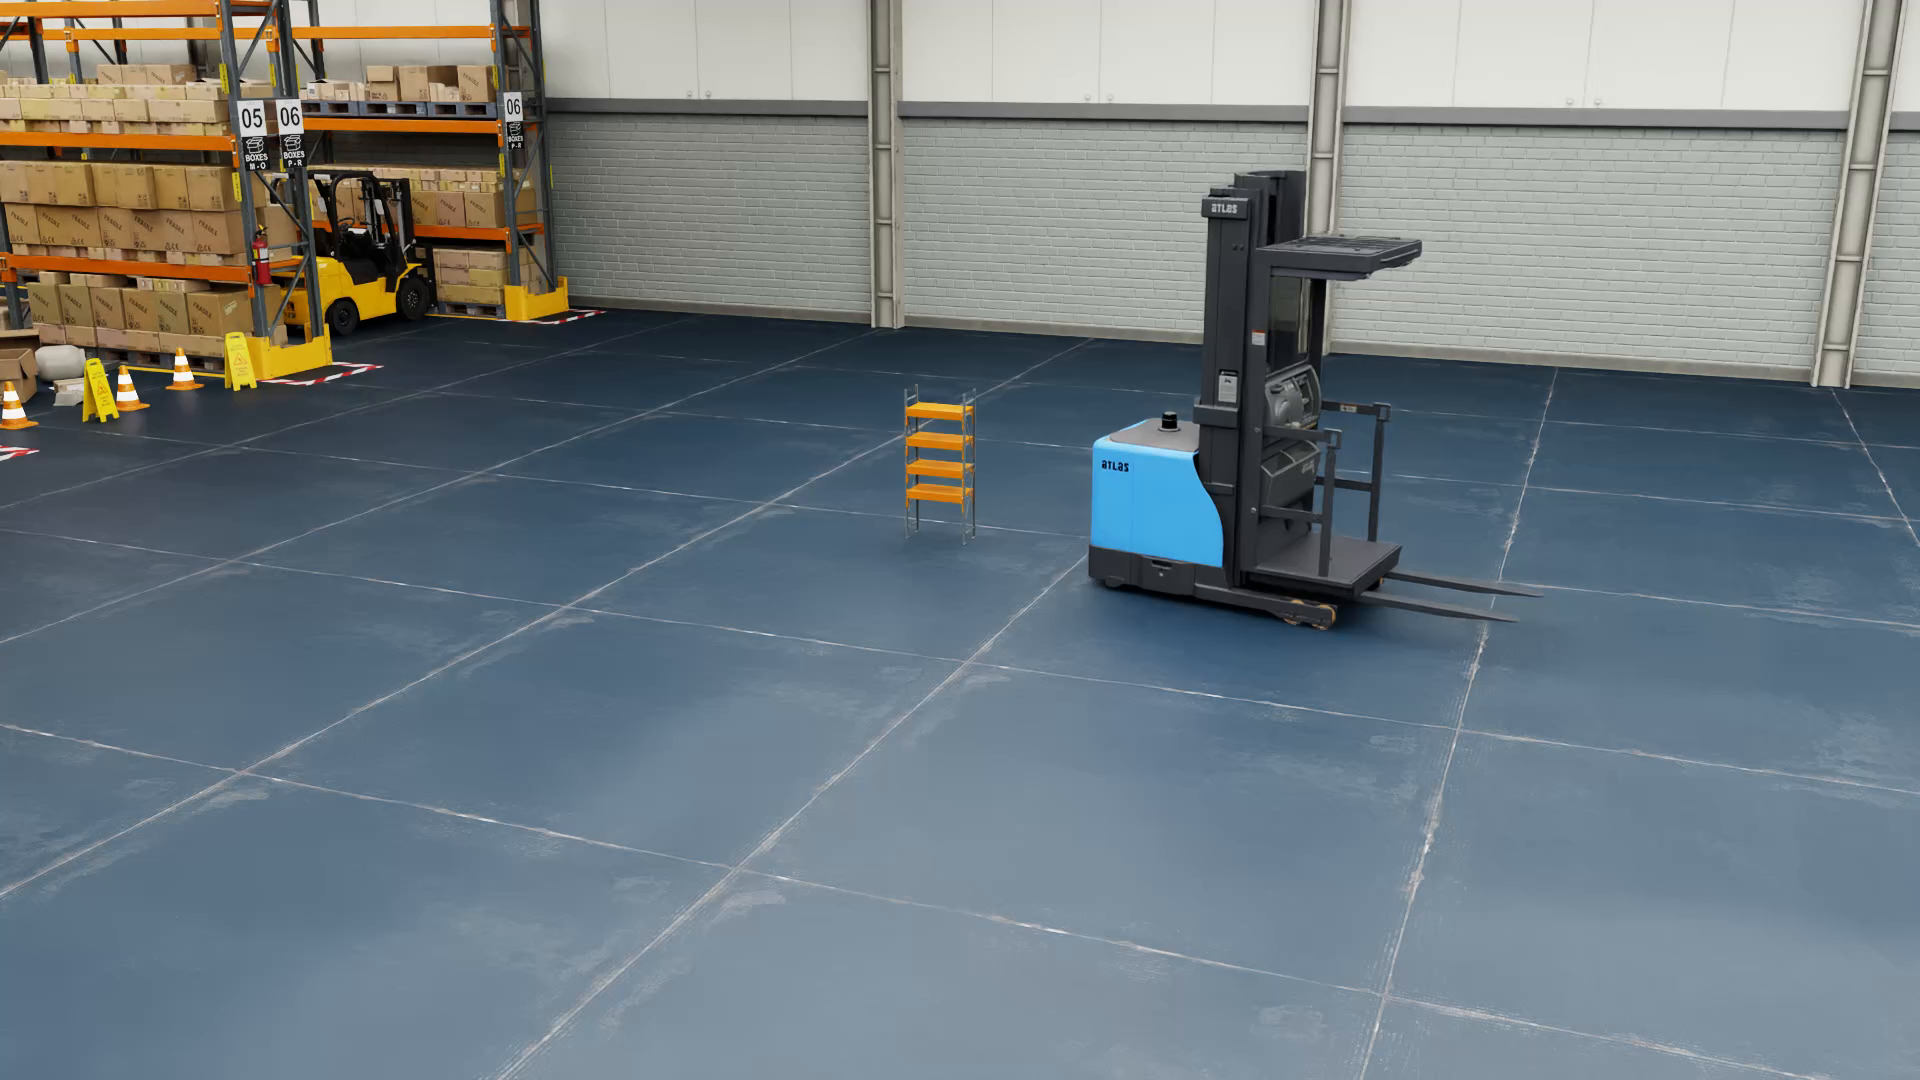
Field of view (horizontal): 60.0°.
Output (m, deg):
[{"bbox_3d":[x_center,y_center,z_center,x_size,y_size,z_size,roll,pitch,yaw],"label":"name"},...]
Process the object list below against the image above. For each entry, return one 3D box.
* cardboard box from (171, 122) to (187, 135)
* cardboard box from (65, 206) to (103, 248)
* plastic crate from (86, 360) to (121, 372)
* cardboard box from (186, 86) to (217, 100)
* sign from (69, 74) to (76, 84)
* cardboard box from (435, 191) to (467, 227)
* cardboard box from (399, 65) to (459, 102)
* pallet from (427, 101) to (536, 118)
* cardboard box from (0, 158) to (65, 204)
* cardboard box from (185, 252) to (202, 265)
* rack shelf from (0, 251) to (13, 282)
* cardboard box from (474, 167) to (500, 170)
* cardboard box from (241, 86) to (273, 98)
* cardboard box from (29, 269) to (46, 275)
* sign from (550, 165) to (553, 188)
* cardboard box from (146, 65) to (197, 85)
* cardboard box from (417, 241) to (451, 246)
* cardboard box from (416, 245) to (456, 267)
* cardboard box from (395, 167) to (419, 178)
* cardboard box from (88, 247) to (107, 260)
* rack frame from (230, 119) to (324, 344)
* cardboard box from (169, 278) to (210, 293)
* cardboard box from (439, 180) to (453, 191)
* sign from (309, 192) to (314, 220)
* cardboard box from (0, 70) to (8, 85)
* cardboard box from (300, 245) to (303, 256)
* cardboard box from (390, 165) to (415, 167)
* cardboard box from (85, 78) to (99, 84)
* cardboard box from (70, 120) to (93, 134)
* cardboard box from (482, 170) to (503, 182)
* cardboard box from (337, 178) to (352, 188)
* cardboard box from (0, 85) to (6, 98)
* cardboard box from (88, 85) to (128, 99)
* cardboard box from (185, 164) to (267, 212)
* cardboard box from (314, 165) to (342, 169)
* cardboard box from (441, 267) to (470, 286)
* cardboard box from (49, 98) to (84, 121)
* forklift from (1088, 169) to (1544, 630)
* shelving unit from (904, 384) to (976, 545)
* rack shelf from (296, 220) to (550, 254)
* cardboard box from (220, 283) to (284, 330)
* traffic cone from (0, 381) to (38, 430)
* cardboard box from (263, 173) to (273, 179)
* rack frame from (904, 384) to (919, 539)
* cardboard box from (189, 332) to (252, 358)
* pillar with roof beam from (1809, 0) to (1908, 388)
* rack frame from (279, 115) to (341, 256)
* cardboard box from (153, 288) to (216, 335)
[{"bbox_3d":[-9.015,-4.834,19.517,0.250,0.149,0.380,7,18,22],"label":"cardboard box"},{"bbox_3d":[-10.579,-3.880,20.447,0.500,0.500,0.500,6,17,20],"label":"cardboard box"},{"bbox_3d":[-10.664,-2.131,20.372,0.583,0.080,0.402,0,16,1],"label":"plastic crate"},{"bbox_3d":[-8.751,-5.195,19.328,0.250,0.149,0.380,7,17,22],"label":"cardboard box"},{"bbox_3d":[-13.928,-7.152,26.122,0.005,0.325,0.100,6,17,21],"label":"sign"},{"bbox_3d":[-7.318,-4.871,24.393,0.500,0.500,0.500,7,18,22],"label":"cardboard box"},{"bbox_3d":[-7.702,-6.636,24.161,0.500,0.500,0.700,6,17,21],"label":"cardboard box"},{"bbox_3d":[-6.933,-6.263,24.144,1.213,0.211,1.003,6,17,21],"label":"pallet"},{"bbox_3d":[-11.494,-4.477,20.707,0.500,0.500,0.700,6,17,20],"label":"cardboard box"},{"bbox_3d":[-9.036,-3.389,19.917,0.250,0.149,0.380,6,17,20],"label":"cardboard box"},{"bbox_3d":[-13.684,-3.766,22.056,4.000,0.370,1.077,6,17,21],"label":"rack shelf"},{"bbox_3d":[-7.000,-5.436,24.643,0.250,0.149,0.380,7,17,22],"label":"cardboard box"},{"bbox_3d":[-8.358,-5.290,19.655,0.250,0.149,0.380,6,17,20],"label":"cardboard box"},{"bbox_3d":[-15.148,-4.699,27.711,0.500,0.500,0.500,7,18,23],"label":"cardboard box"},{"bbox_3d":[-6.075,-5.383,24.639,0.005,0.325,0.100,6,17,21],"label":"sign"},{"bbox_3d":[-12.195,-7.101,25.760,0.500,0.500,0.500,7,17,22],"label":"cardboard box"},{"bbox_3d":[-8.064,-4.403,25.346,0.500,0.250,0.500,6,17,20],"label":"cardboard box"},{"bbox_3d":[-7.778,-4.213,24.690,0.500,0.250,0.500,7,17,21],"label":"cardboard box"},{"bbox_3d":[-8.124,-5.425,24.605,0.250,0.149,0.380,7,17,21],"label":"cardboard box"},{"bbox_3d":[-10.461,-3.538,20.429,0.250,0.149,0.380,6,17,21],"label":"cardboard box"},{"bbox_3d":[-8.102,-3.498,19.842,0.127,3.000,1.000,6,17,21],"label":"rack frame"},{"bbox_3d":[-9.309,-3.085,20.090,0.250,0.149,0.380,7,18,22],"label":"cardboard box"},{"bbox_3d":[-7.404,-5.197,24.352,0.250,0.149,0.380,6,17,20],"label":"cardboard box"},{"bbox_3d":[-7.903,-4.054,20.206,0.005,0.325,0.100,6,17,21],"label":"sign"},{"bbox_3d":[-12.687,-5.929,21.456,0.500,0.250,0.500,6,17,19],"label":"cardboard box"},{"bbox_3d":[-10.495,-4.306,26.133,0.625,0.625,0.875,7,18,23],"label":"cardboard box"},{"bbox_3d":[-8.418,-5.603,25.218,0.250,0.149,0.380,6,17,20],"label":"cardboard box"},{"bbox_3d":[-13.968,-7.416,26.979,0.250,0.149,0.380,6,17,19],"label":"cardboard box"},{"bbox_3d":[-10.456,-4.977,20.006,0.250,0.149,0.380,6,17,20],"label":"cardboard box"},{"bbox_3d":[-6.695,-5.270,24.069,0.250,0.149,0.380,6,17,21],"label":"cardboard box"},{"bbox_3d":[-9.109,-5.363,24.925,0.250,0.149,0.380,7,17,22],"label":"cardboard box"},{"bbox_3d":[-11.650,-5.493,20.354,0.250,0.149,0.380,6,17,20],"label":"cardboard box"},{"bbox_3d":[-10.174,-5.355,19.880,0.250,0.149,0.380,7,17,22],"label":"cardboard box"},{"bbox_3d":[-8.658,-4.164,19.632,0.500,0.500,0.700,6,17,19],"label":"cardboard box"},{"bbox_3d":[-9.535,-5.589,25.168,0.250,0.149,0.380,7,17,21],"label":"cardboard box"},{"bbox_3d":[-7.315,-3.930,24.611,0.500,0.250,0.500,6,17,20],"label":"cardboard box"},{"bbox_3d":[-10.570,-5.197,20.051,0.500,0.250,0.500,6,17,21],"label":"cardboard box"},{"bbox_3d":[2.450,-0.977,11.280,3.031,2.935,1.130,10,19,31],"label":"forklift"},{"bbox_3d":[-0.154,-0.593,13.065,0.503,1.200,0.258,6,17,21],"label":"shelving unit"},{"bbox_3d":[-8.145,-4.645,25.082,4.000,0.370,1.077,6,17,21],"label":"rack shelf"},{"bbox_3d":[-8.774,-2.896,20.601,0.500,0.500,0.500,6,17,19],"label":"cardboard box"},{"bbox_3d":[-9.798,-1.408,17.193,0.334,0.463,0.336,6,17,21],"label":"traffic cone"},{"bbox_3d":[-10.652,-5.553,25.579,0.250,0.149,0.380,6,17,20],"label":"cardboard box"},{"bbox_3d":[-0.381,-0.618,13.151,0.015,1.200,0.240,6,17,21],"label":"rack frame"},{"bbox_3d":[-8.975,-2.394,20.219,0.500,0.250,0.500,6,17,20],"label":"cardboard box"},{"bbox_3d":[8.563,-5.014,14.303,0.400,9.000,9.100,6,17,21],"label":"pillar with roof beam"},{"bbox_3d":[-10.006,-5.195,25.687,0.127,3.000,1.000,6,17,21],"label":"rack frame"},{"bbox_3d":[-9.430,-2.806,20.292,0.500,0.500,0.500,7,18,23],"label":"cardboard box"}]
